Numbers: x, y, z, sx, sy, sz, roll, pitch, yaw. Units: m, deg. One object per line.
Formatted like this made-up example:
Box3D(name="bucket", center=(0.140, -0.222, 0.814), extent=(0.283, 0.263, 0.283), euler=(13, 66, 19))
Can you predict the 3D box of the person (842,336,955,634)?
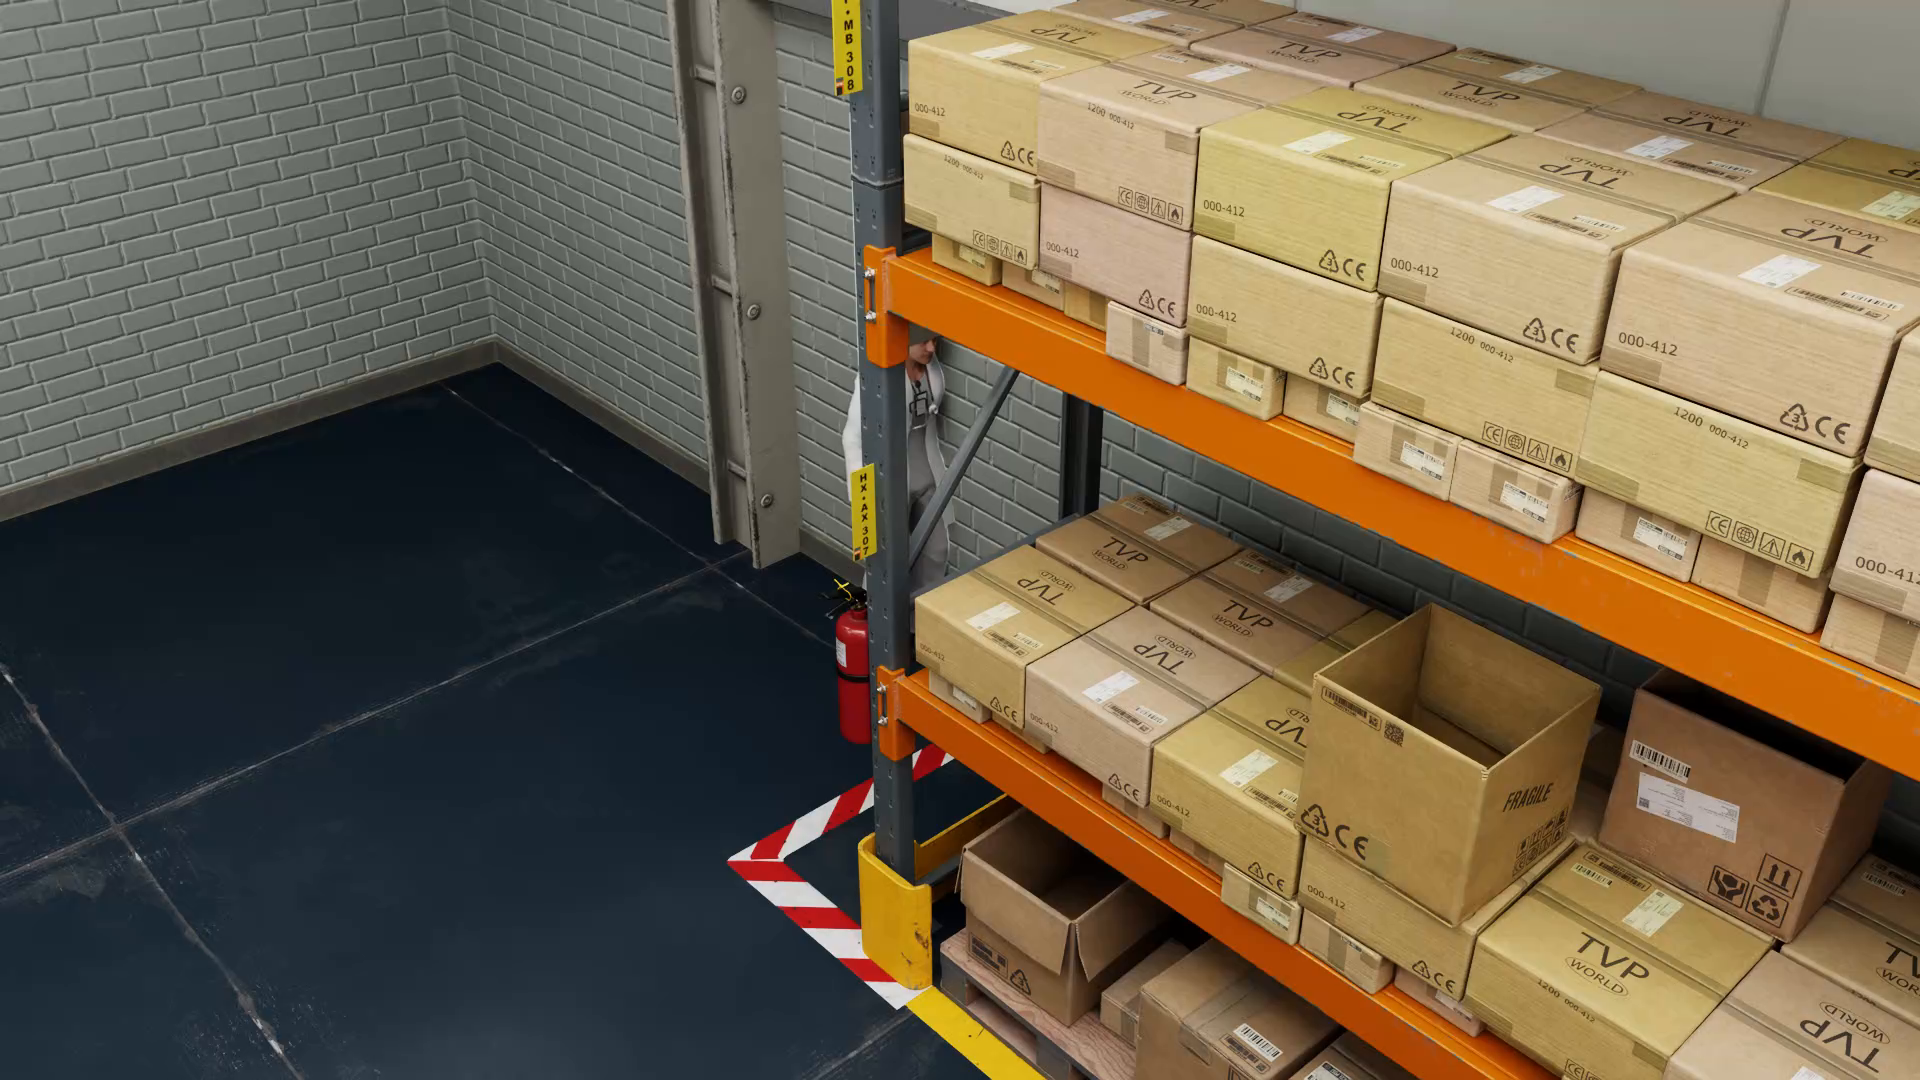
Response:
Box3D(name="person", center=(-0.235, -0.259, 7.576), extent=(0.652, 1.773, 0.426), euler=(-23, 38, -33))
